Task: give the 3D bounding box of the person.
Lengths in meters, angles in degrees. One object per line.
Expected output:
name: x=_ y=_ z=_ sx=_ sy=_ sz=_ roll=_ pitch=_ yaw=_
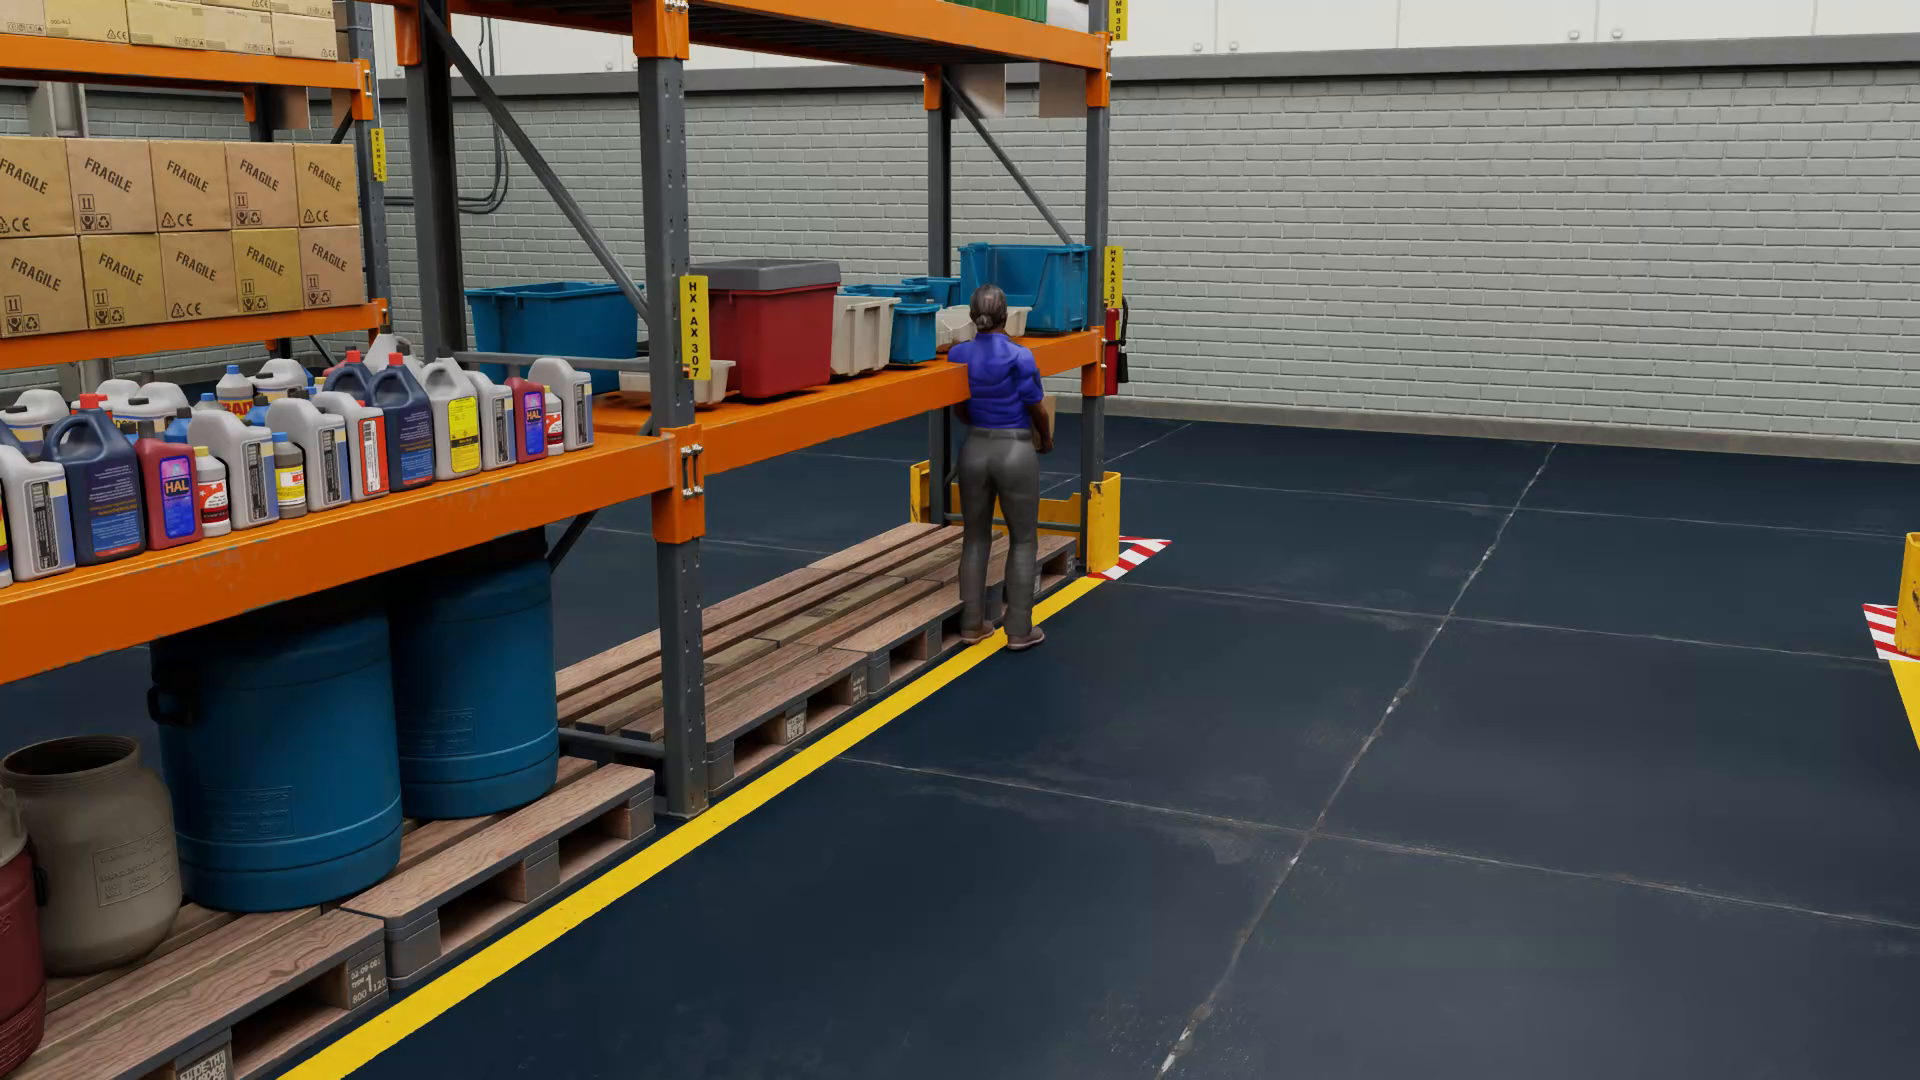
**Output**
person: x=0.201 y=-0.343 z=7.570 sx=0.449 sy=1.646 sz=0.519 roll=5 pitch=13 yaw=23
